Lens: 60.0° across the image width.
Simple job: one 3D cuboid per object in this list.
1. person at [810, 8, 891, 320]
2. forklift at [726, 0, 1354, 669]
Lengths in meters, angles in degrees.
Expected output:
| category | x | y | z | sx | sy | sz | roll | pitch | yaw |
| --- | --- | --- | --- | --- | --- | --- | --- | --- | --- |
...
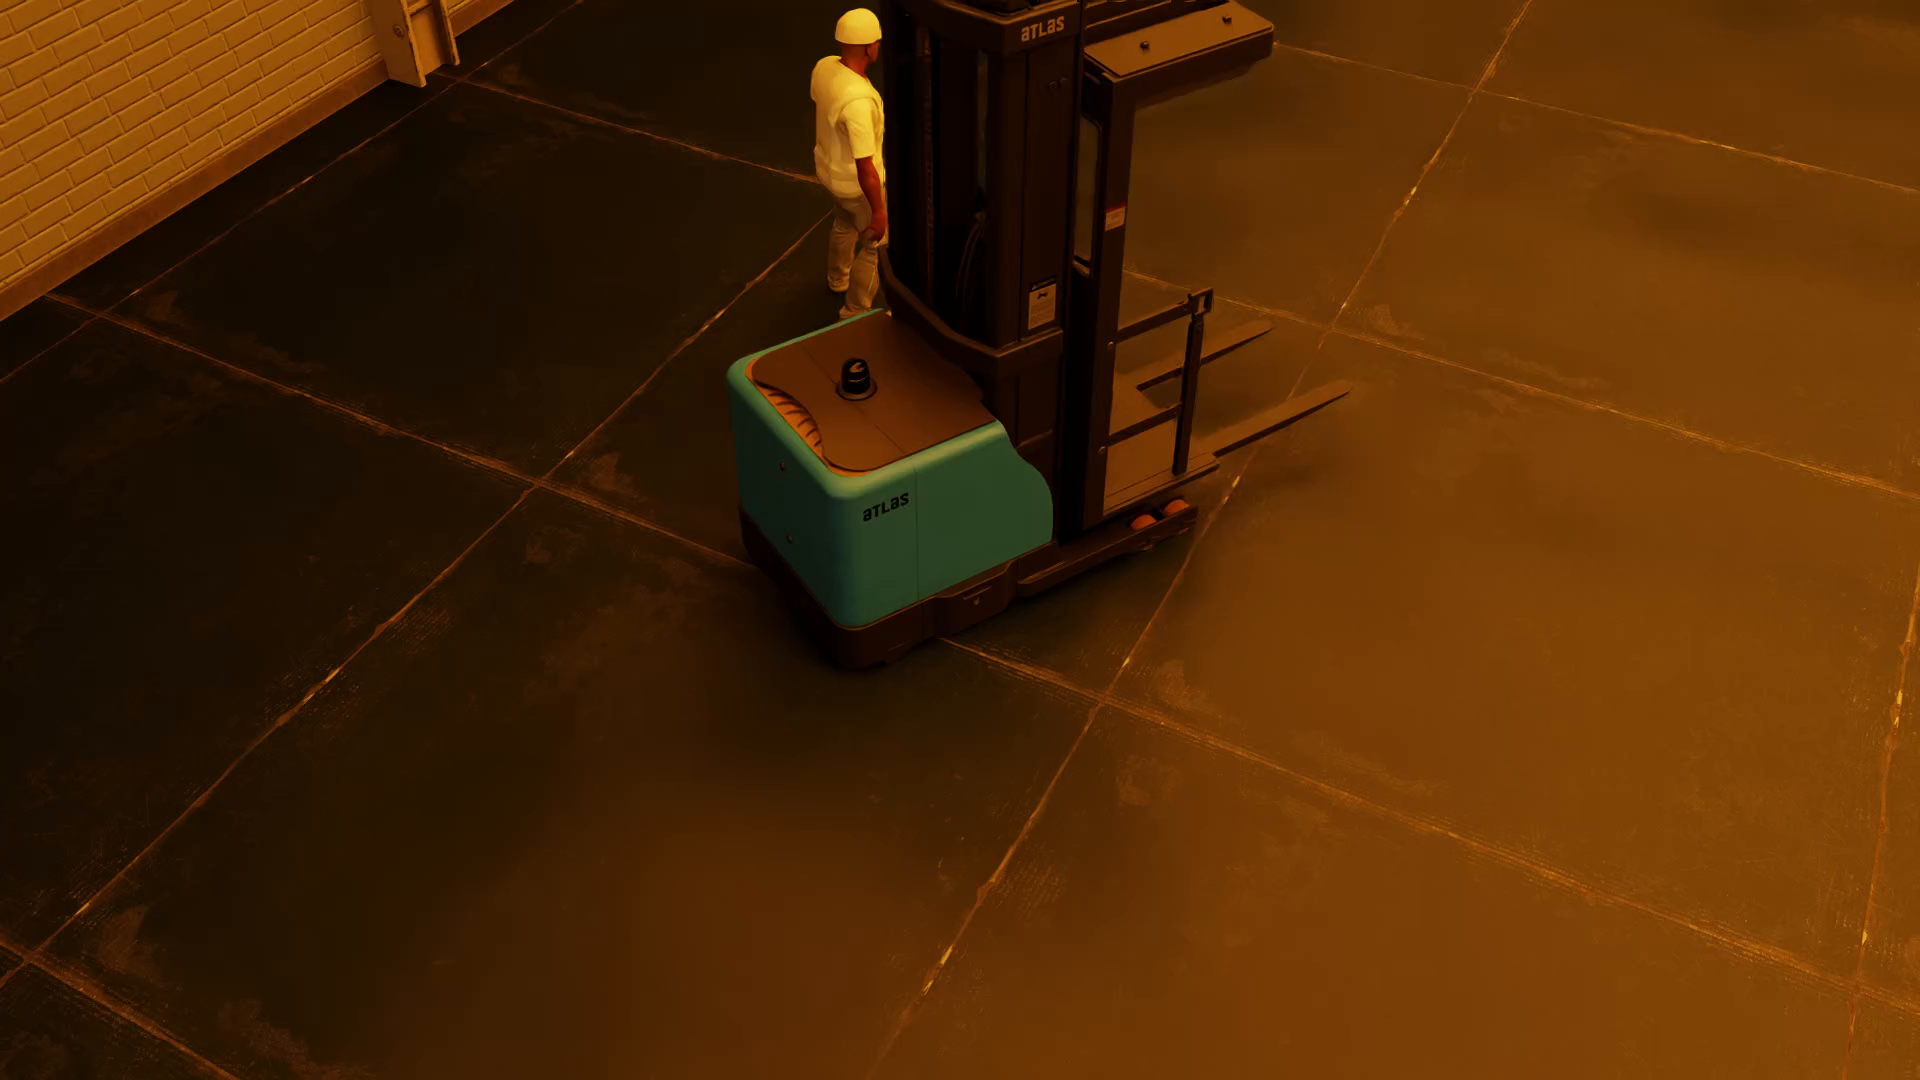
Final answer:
| category | x | y | z | sx | sy | sz | roll | pitch | yaw |
| --- | --- | --- | --- | --- | --- | --- | --- | --- | --- |
| person | -0.518 | -1.888 | 8.525 | 0.412 | 1.745 | 0.799 | -19 | 46 | -19 |
| forklift | 0.510 | -1.301 | 7.034 | 3.031 | 2.935 | 1.130 | -24 | 48 | -23 |
